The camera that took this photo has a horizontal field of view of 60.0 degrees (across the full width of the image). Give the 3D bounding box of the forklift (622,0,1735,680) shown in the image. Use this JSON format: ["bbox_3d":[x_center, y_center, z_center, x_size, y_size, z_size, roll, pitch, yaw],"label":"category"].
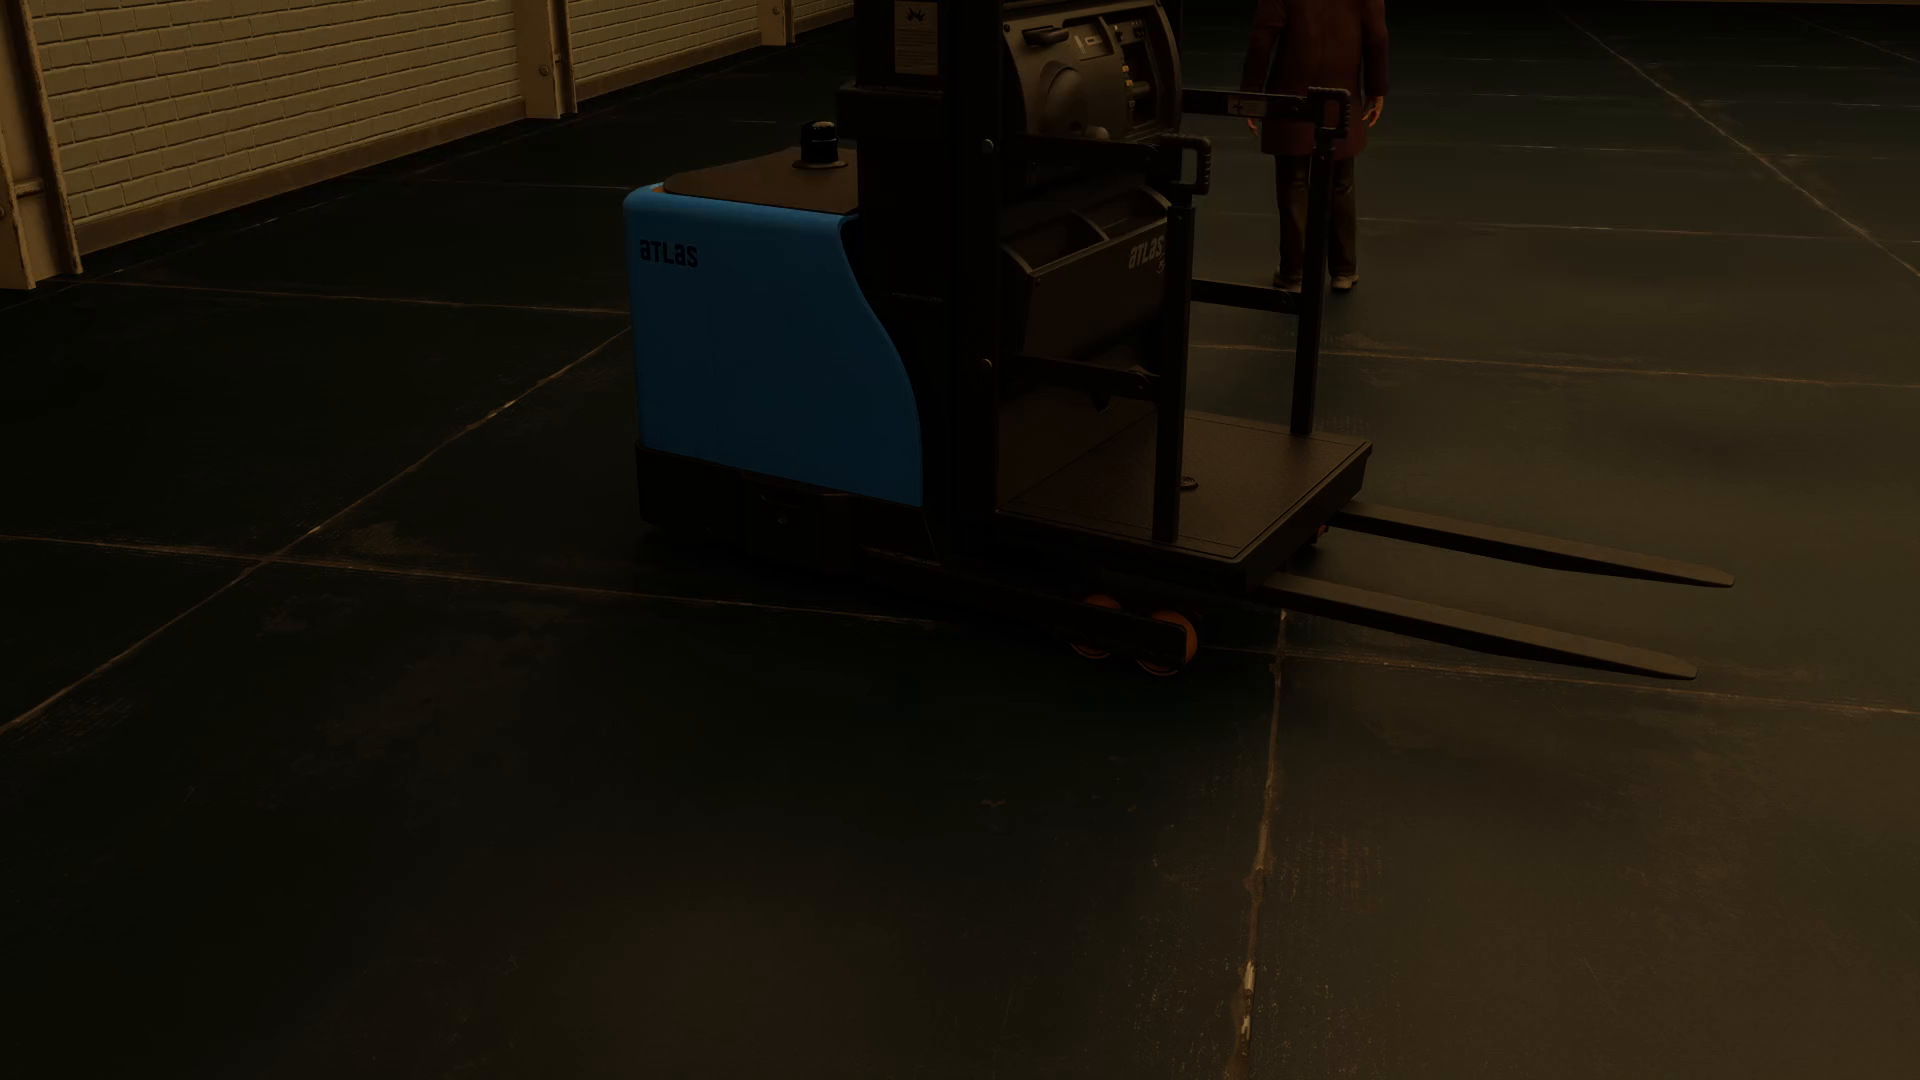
[{"bbox_3d":[0.541,-1.236,4.297,3.031,2.935,1.130,13,25,28],"label":"forklift"}]

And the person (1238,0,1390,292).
[{"bbox_3d":[1.654,-2.067,7.844,0.698,1.777,0.580,2,22,5],"label":"person"}]
